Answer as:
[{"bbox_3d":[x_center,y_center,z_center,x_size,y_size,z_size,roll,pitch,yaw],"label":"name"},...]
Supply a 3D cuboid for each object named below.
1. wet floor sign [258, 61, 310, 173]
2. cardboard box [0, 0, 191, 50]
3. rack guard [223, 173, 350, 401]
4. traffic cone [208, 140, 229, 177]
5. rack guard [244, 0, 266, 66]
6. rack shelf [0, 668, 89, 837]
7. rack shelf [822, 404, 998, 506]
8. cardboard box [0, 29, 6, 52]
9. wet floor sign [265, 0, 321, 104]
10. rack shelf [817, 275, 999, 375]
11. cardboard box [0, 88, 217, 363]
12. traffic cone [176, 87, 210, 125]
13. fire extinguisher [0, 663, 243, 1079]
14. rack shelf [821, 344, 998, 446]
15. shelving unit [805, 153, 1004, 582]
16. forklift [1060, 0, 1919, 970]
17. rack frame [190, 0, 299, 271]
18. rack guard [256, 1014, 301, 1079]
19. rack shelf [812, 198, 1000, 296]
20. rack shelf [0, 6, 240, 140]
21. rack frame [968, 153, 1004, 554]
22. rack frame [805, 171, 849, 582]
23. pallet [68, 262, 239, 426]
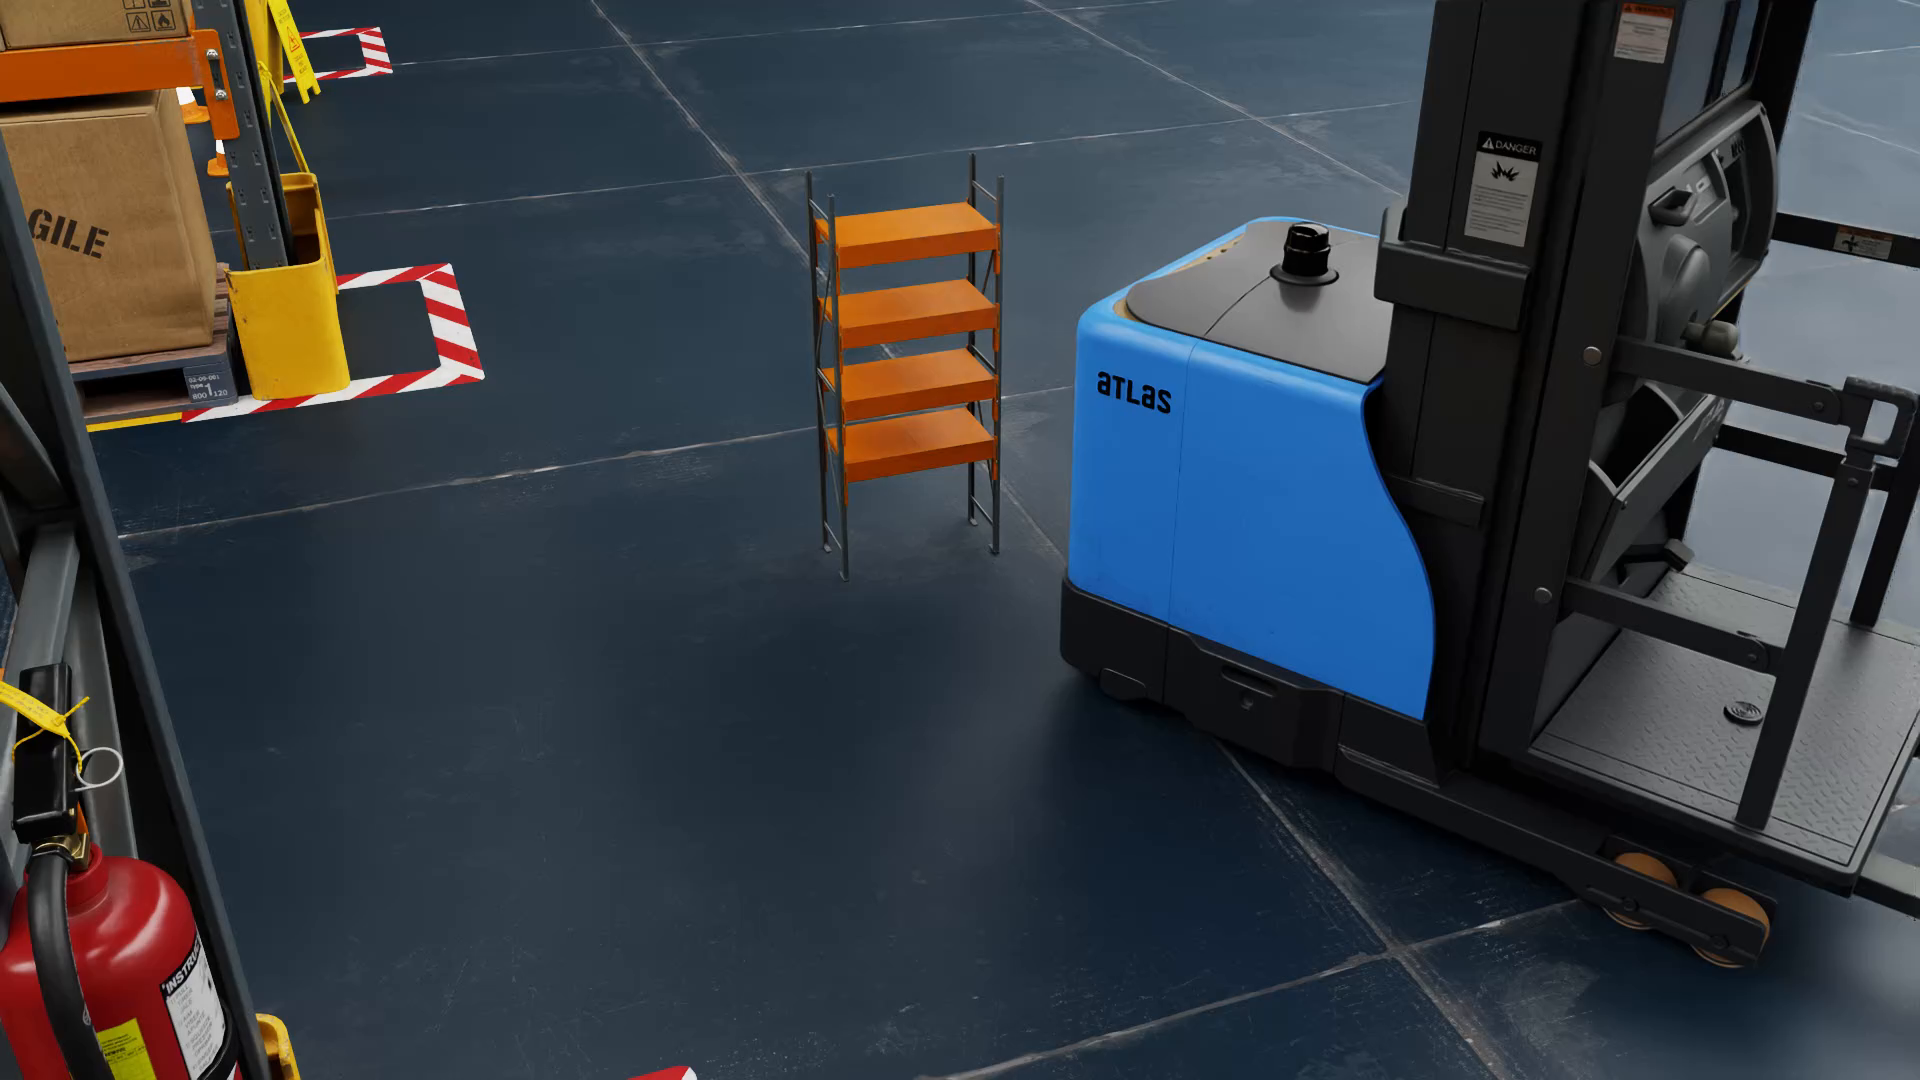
[{"bbox_3d":[-3.337,-2.005,8.117,0.232,0.644,0.267,-16,33,-26],"label":"wet floor sign"},{"bbox_3d":[-3.005,-2.084,5.726,0.550,0.550,0.875,-10,31,-18],"label":"cardboard box"},{"bbox_3d":[-2.651,-1.022,6.539,0.348,0.500,1.175,-10,31,-18],"label":"rack guard"},{"bbox_3d":[-3.742,-2.152,8.560,0.334,0.463,0.336,-10,31,-18],"label":"traffic cone"},{"bbox_3d":[-4.565,-3.284,10.509,0.348,0.500,1.175,-10,31,-18],"label":"rack guard"},{"bbox_3d":[-2.913,0.872,1.415,4.000,0.370,1.077,-10,31,-18],"label":"rack shelf"},{"bbox_3d":[-0.155,-0.262,5.034,0.480,0.148,0.258,-10,31,-18],"label":"rack shelf"},{"bbox_3d":[-3.513,-1.979,5.542,0.550,0.550,0.875,-10,31,-18],"label":"cardboard box"},{"bbox_3d":[-3.943,-2.897,9.682,0.232,0.644,0.267,0,30,0],"label":"wet floor sign"},{"bbox_3d":[-0.155,-0.629,4.825,0.480,0.148,0.258,-10,31,-18],"label":"rack shelf"},{"bbox_3d":[-3.286,-1.216,6.076,0.875,0.875,0.875,-10,31,-17],"label":"cardboard box"},{"bbox_3d":[-4.447,-2.608,9.360,0.334,0.463,0.336,-10,31,-18],"label":"traffic cone"},{"bbox_3d":[-0.771,0.442,1.522,0.183,0.674,0.296,-10,31,-18],"label":"fire extinguisher"},{"bbox_3d":[-0.155,-0.434,4.936,0.480,0.148,0.258,-10,31,-18],"label":"rack shelf"},{"bbox_3d":[-0.155,-0.493,4.903,0.503,1.200,0.258,-10,31,-18],"label":"shelving unit"},{"bbox_3d":[1.750,-0.643,3.418,3.031,2.935,1.130,21,36,32],"label":"forklift"},{"bbox_3d":[-2.673,-2.104,5.913,0.127,3.000,1.000,-10,31,-18],"label":"rack frame"},{"bbox_3d":[-1.110,1.314,2.439,0.348,0.500,1.175,-10,31,-18],"label":"rack guard"},{"bbox_3d":[-0.155,-0.834,4.708,0.480,0.148,0.258,-10,31,-18],"label":"rack shelf"},{"bbox_3d":[-4.548,-1.446,5.485,4.000,0.370,1.077,-10,31,-18],"label":"rack shelf"},{"bbox_3d":[0.074,-0.535,4.977,0.015,1.200,0.240,-10,31,-18],"label":"rack frame"},{"bbox_3d":[-0.384,-0.451,4.829,0.015,1.200,0.240,-10,31,-18],"label":"rack frame"},{"bbox_3d":[-3.396,-0.718,6.297,1.213,0.211,1.003,-10,31,-18],"label":"pallet"}]
